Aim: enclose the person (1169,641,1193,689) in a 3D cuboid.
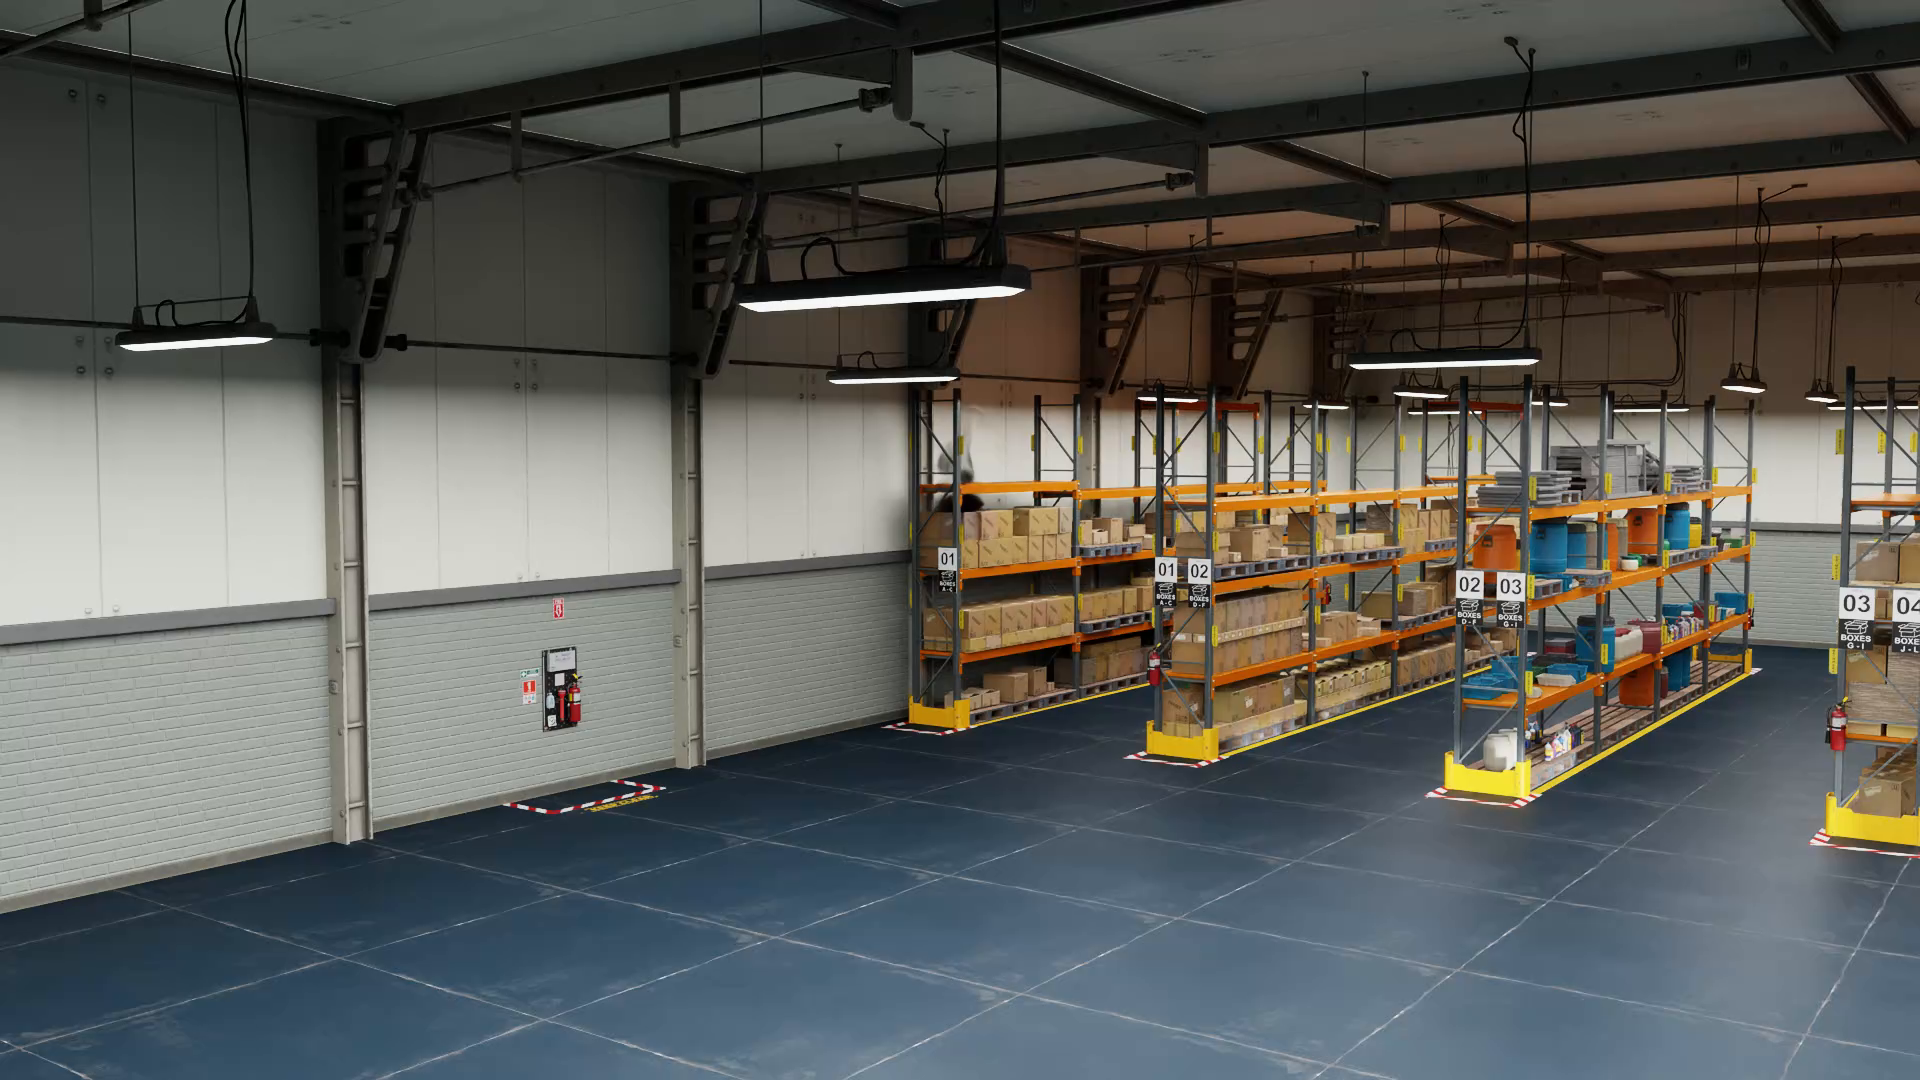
[{"bbox_3d":[4.114,2.383,30.236,0.655,1.811,0.983,2,4,32],"label":"person"}]
